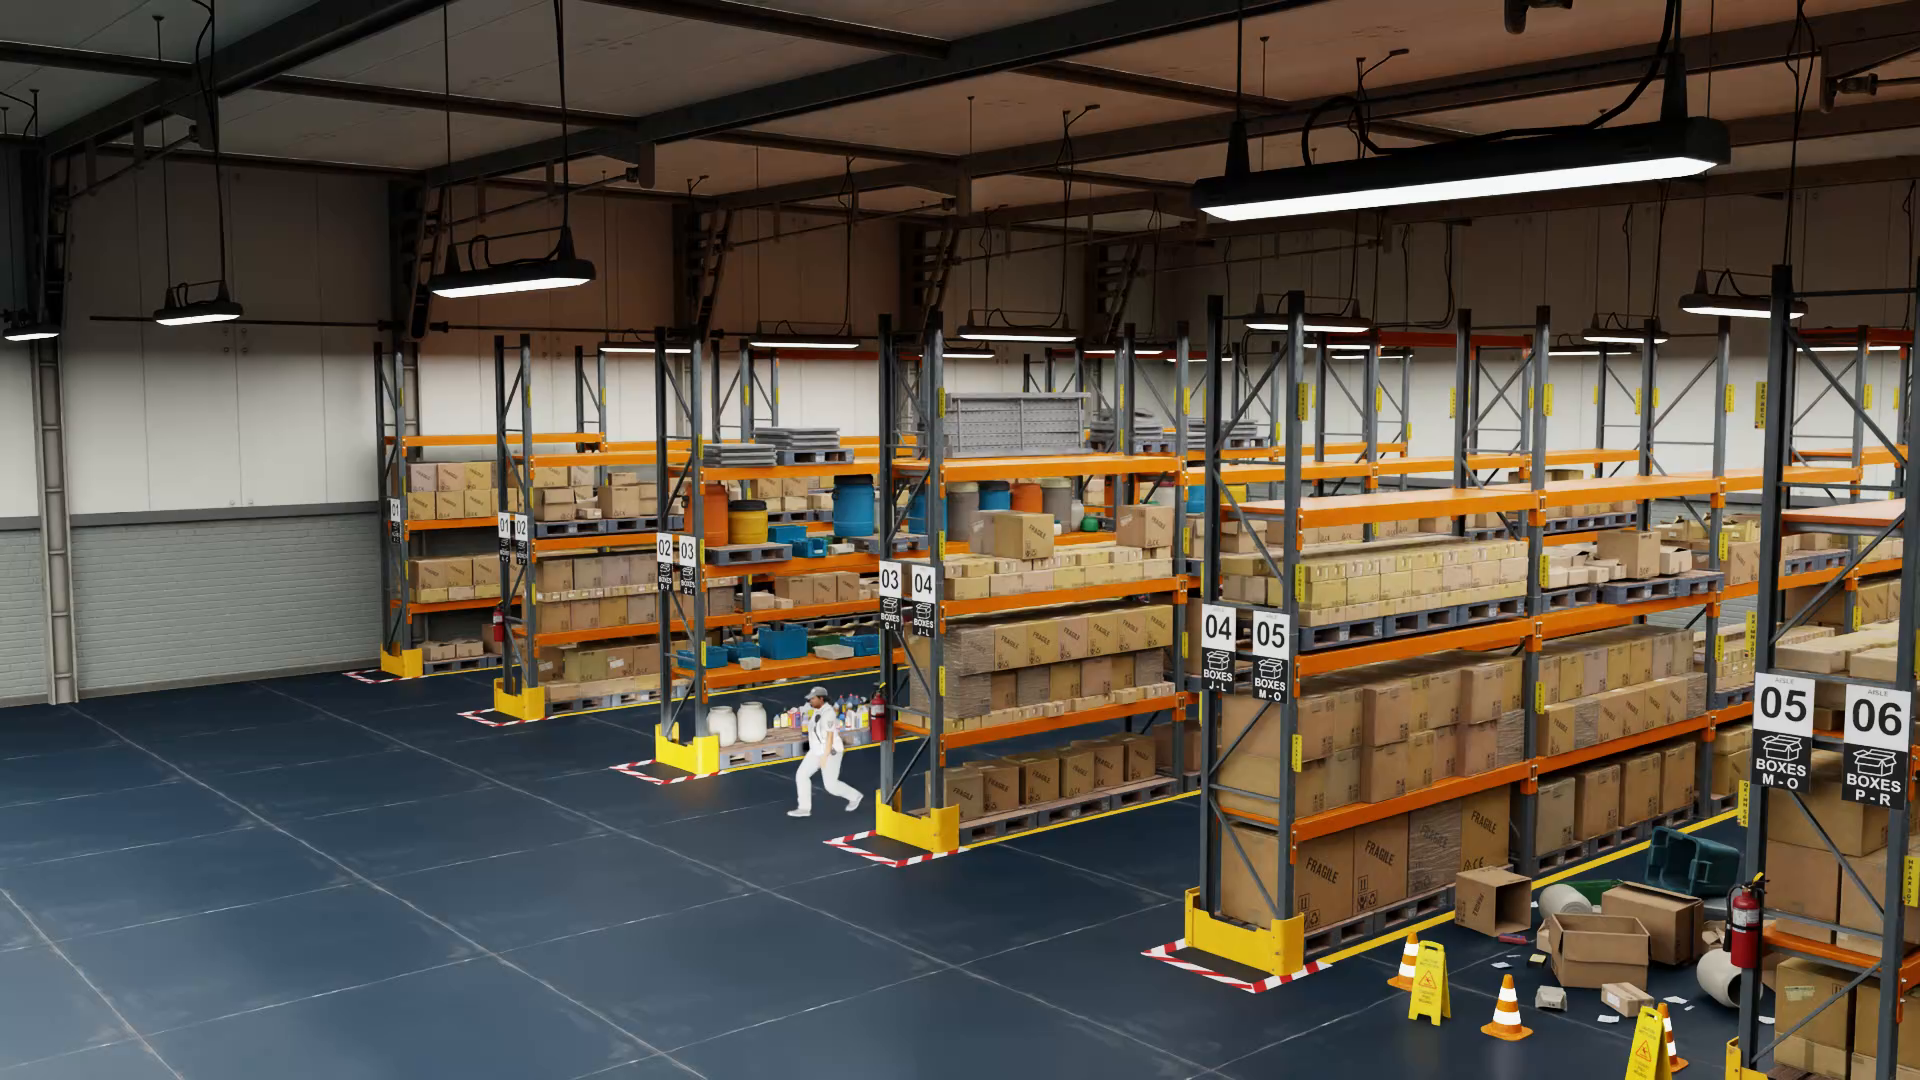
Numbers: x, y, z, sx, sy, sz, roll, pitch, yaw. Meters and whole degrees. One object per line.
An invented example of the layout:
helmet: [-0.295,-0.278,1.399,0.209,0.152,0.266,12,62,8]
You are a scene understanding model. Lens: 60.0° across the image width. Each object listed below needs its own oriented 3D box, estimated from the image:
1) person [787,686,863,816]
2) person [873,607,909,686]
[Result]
person: [-1.655,2.551,20.153,0.946,1.561,0.473,-3,6,-32]
person: [-1.063,1.692,28.935,0.558,1.624,1.041,4,7,40]
